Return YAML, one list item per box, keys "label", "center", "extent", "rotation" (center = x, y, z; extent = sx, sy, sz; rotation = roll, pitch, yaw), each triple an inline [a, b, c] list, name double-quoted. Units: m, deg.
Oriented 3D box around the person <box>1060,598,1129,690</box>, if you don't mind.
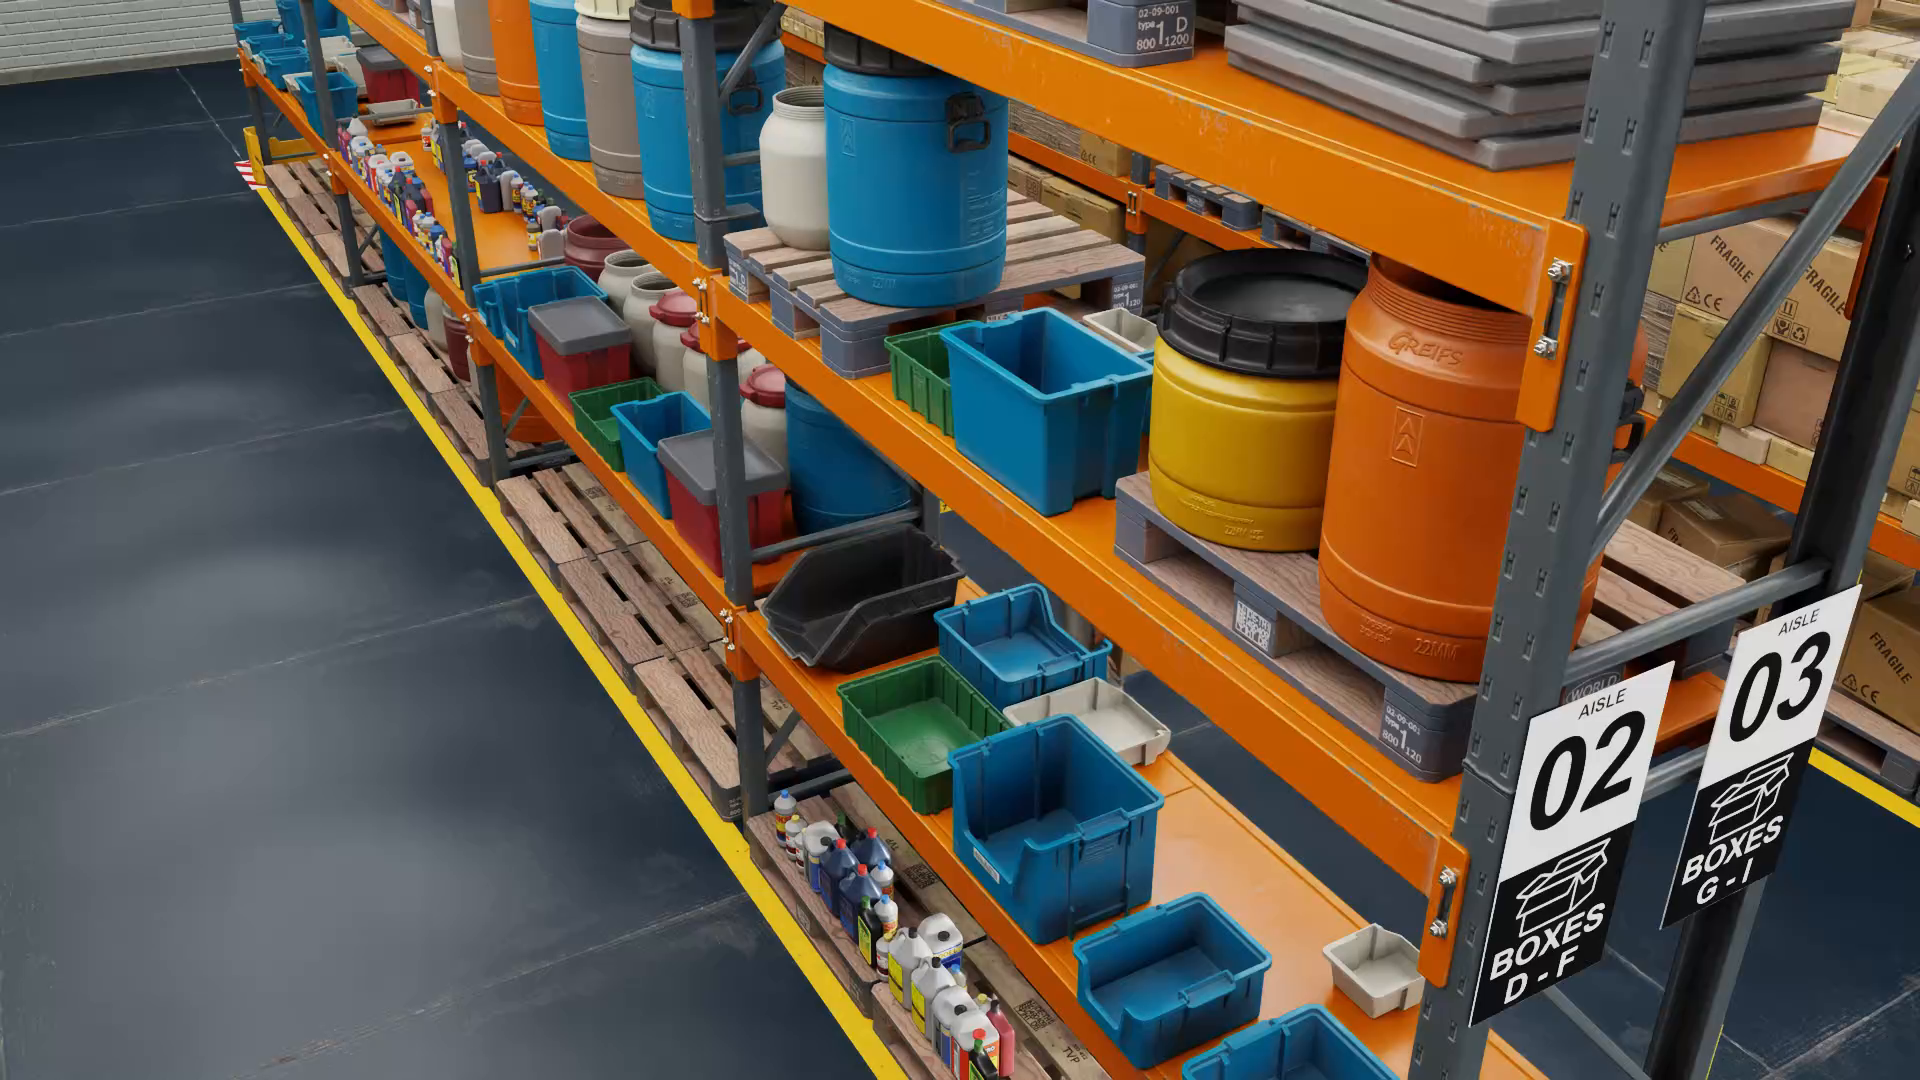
- label: "person"
  center: [0.772, 0.360, 8.217]
  extent: [0.405, 1.384, 0.775]
  rotation: [-14, 32, -23]
